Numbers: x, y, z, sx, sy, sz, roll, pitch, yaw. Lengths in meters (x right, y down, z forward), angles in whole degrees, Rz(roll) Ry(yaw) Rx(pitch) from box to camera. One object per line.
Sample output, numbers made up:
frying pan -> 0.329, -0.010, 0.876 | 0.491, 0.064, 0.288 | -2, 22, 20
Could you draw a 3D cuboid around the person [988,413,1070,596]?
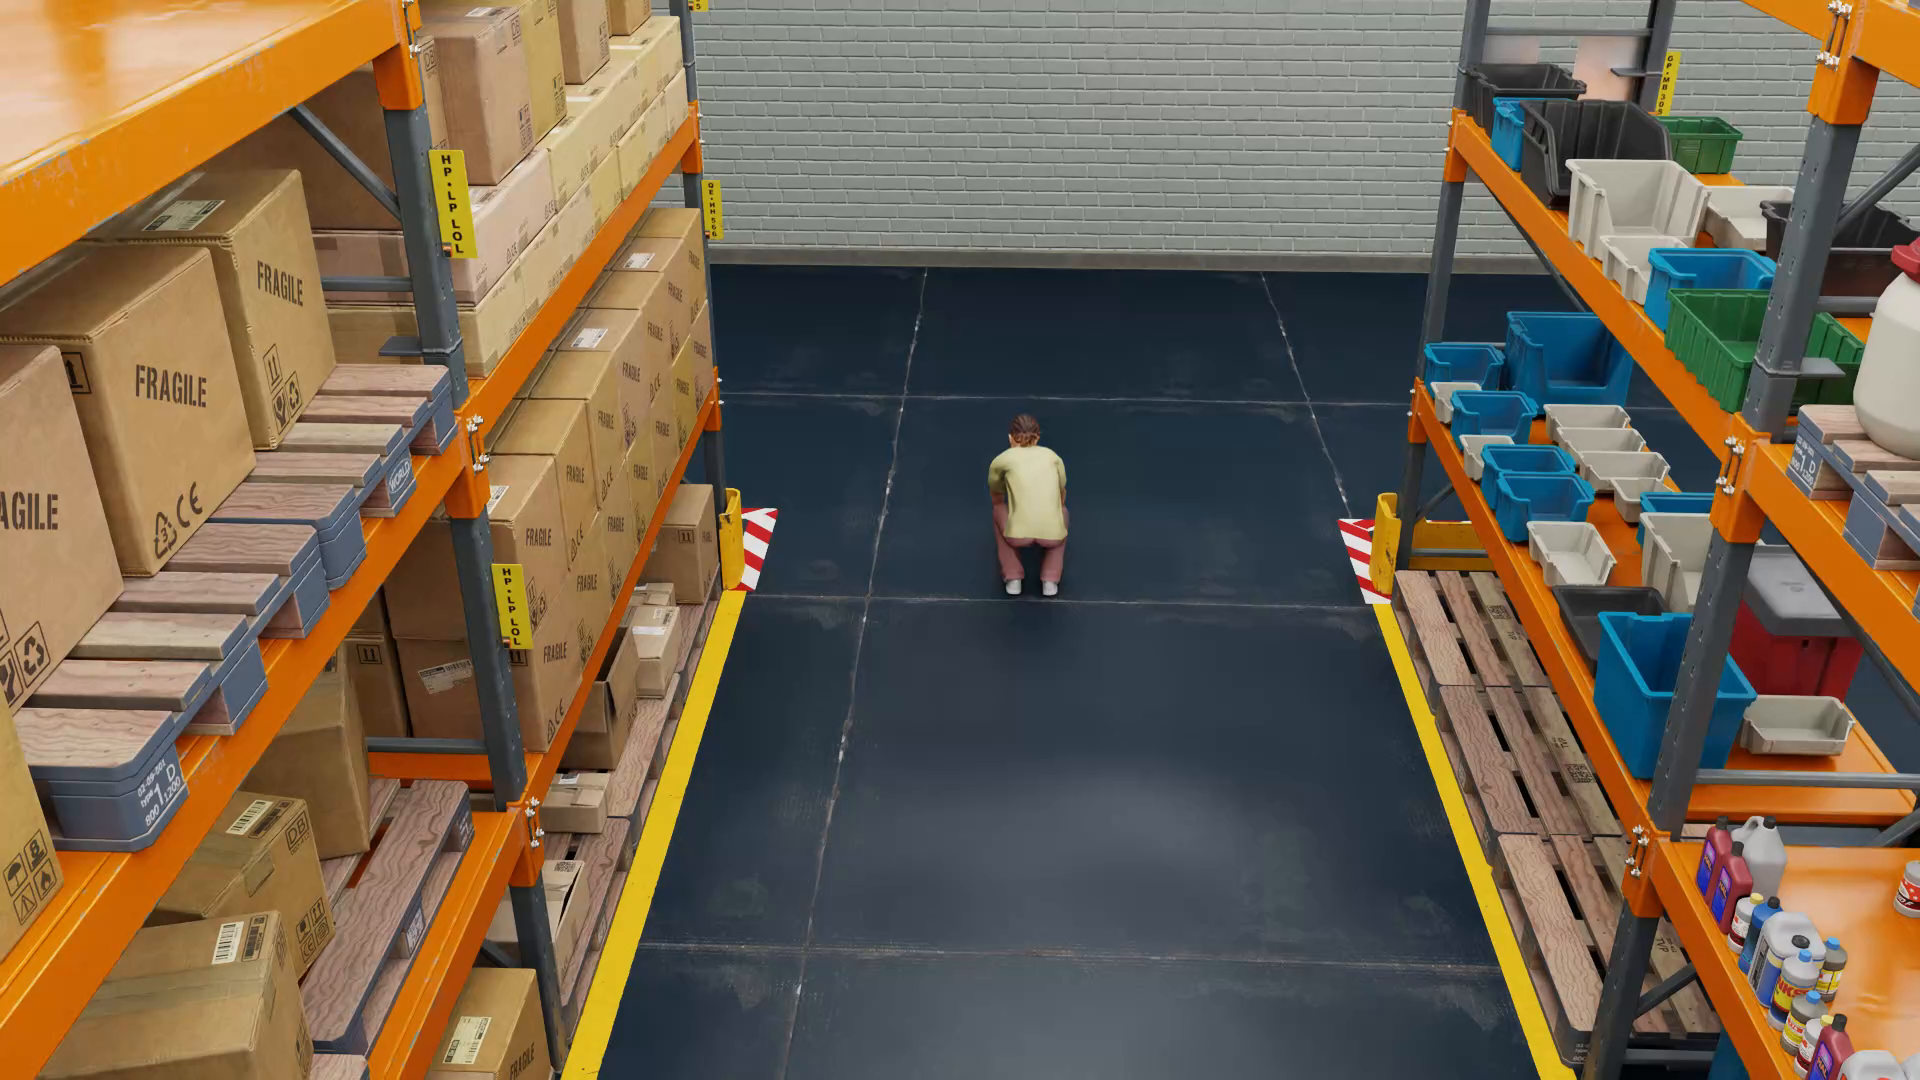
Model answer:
person -> 0.408, -0.206, 9.800 | 0.491, 0.936, 0.800 | 1, 28, 2
